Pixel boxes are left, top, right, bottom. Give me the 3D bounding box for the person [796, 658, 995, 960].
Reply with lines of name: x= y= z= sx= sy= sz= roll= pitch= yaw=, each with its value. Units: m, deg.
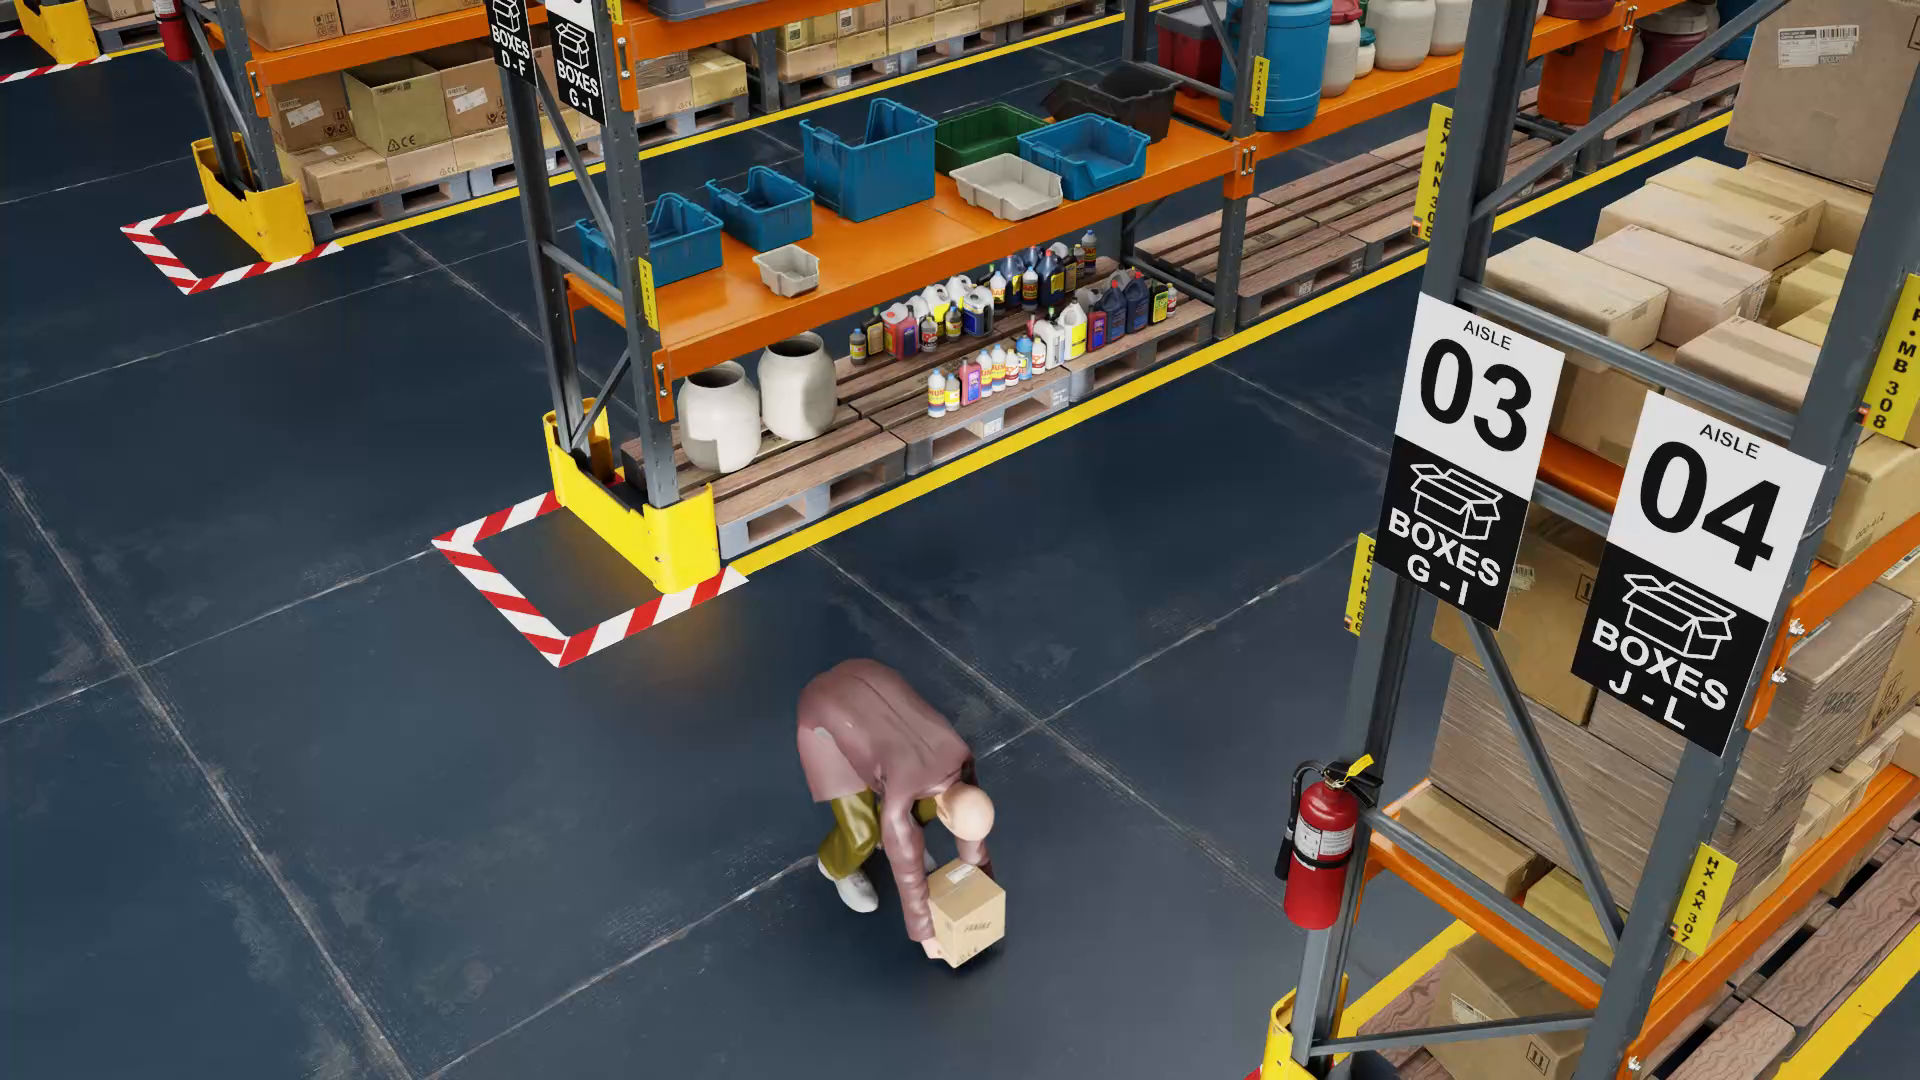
person: x=-0.226 y=1.005 z=6.340 sx=0.590 sy=1.010 sz=0.943 roll=-28 pitch=44 yaw=-34
